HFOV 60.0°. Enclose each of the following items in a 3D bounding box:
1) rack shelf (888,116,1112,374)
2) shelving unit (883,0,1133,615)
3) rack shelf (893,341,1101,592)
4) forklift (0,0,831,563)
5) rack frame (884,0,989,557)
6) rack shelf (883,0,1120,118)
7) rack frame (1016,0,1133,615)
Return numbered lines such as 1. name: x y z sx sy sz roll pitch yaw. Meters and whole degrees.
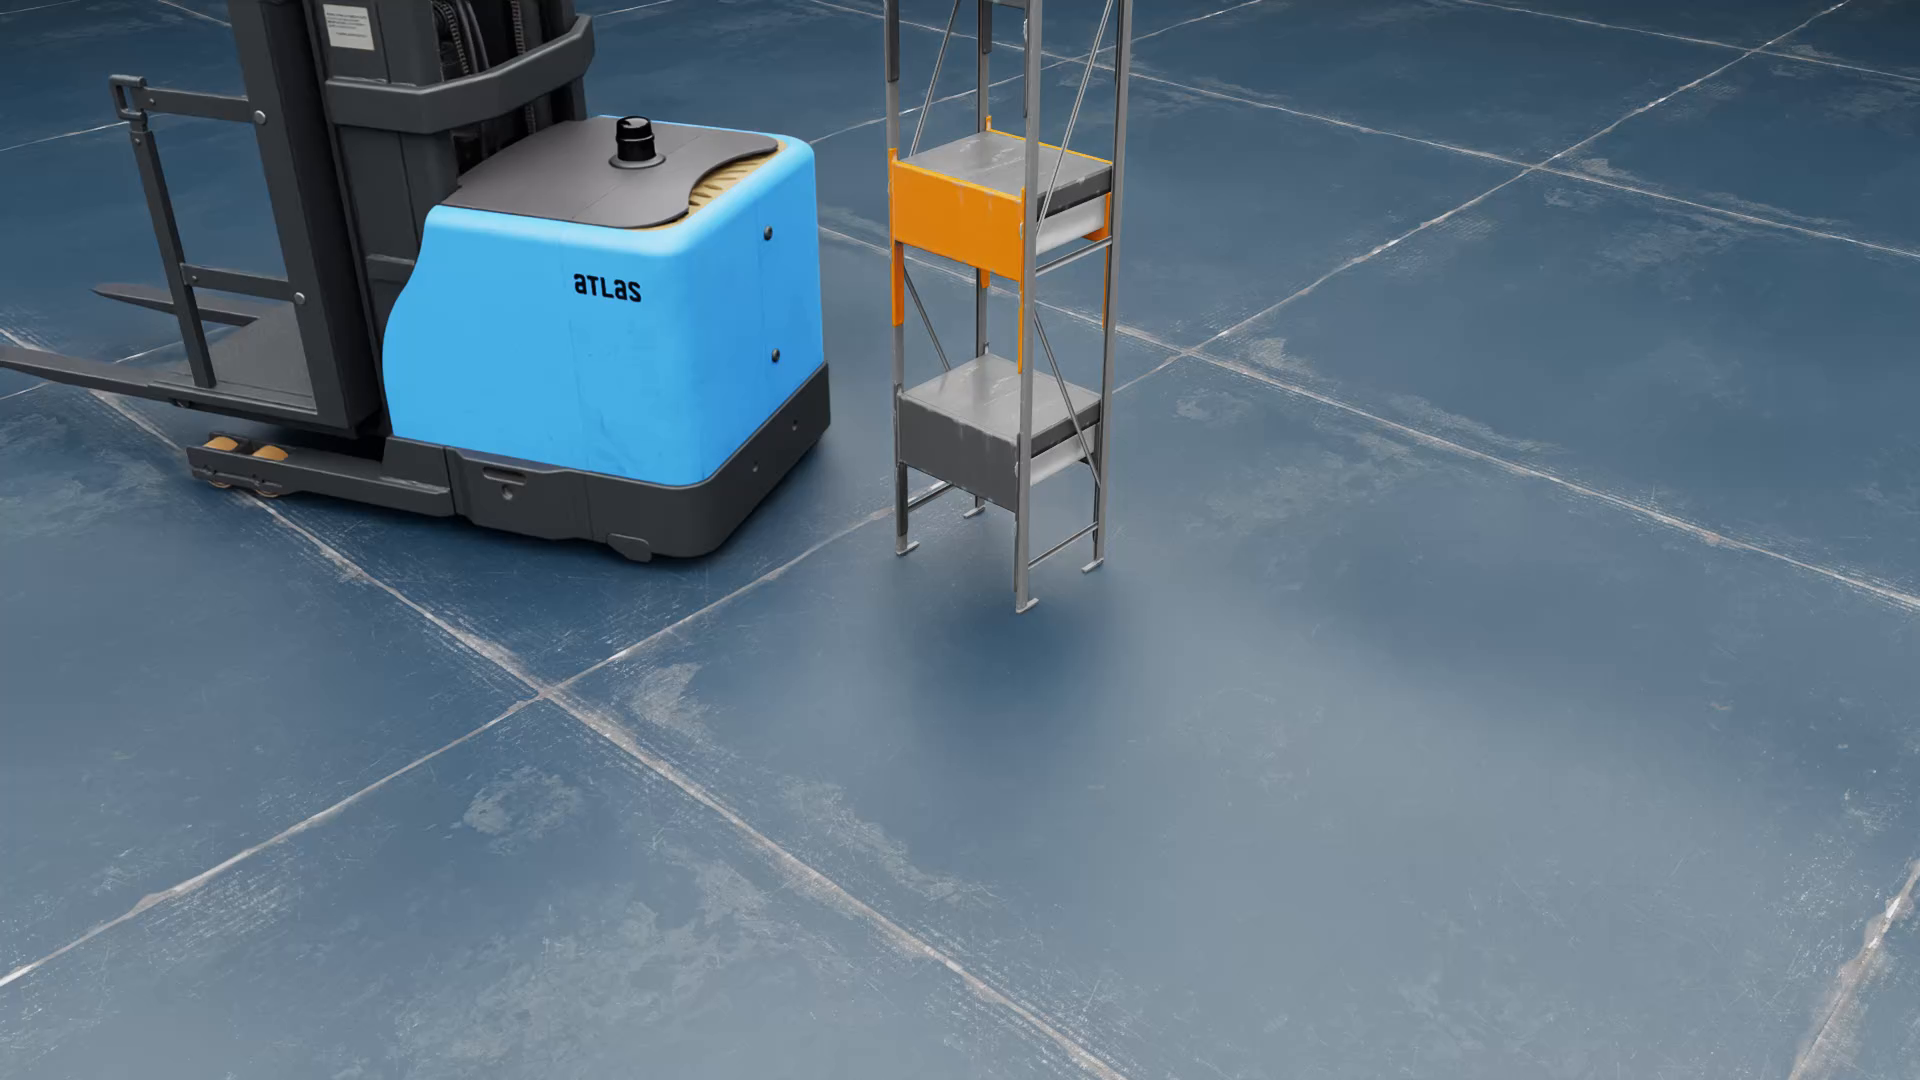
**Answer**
1. rack shelf: 0.123 -0.831 4.620 0.480 0.518 0.431 25 39 35
2. shelving unit: 0.123 -0.842 4.613 0.503 2.100 0.431 25 39 35
3. rack shelf: 0.123 -0.231 4.981 0.480 0.518 0.431 25 39 35
4. forklift: -2.023 -1.640 5.133 3.031 2.935 1.130 10 33 17
5. rack frame: -0.058 -0.927 4.754 0.015 2.100 0.400 25 39 35
6. rack shelf: 0.123 -1.430 4.259 0.480 0.518 0.431 25 39 35
7. rack frame: 0.304 -0.758 4.473 0.015 2.100 0.400 25 39 35
